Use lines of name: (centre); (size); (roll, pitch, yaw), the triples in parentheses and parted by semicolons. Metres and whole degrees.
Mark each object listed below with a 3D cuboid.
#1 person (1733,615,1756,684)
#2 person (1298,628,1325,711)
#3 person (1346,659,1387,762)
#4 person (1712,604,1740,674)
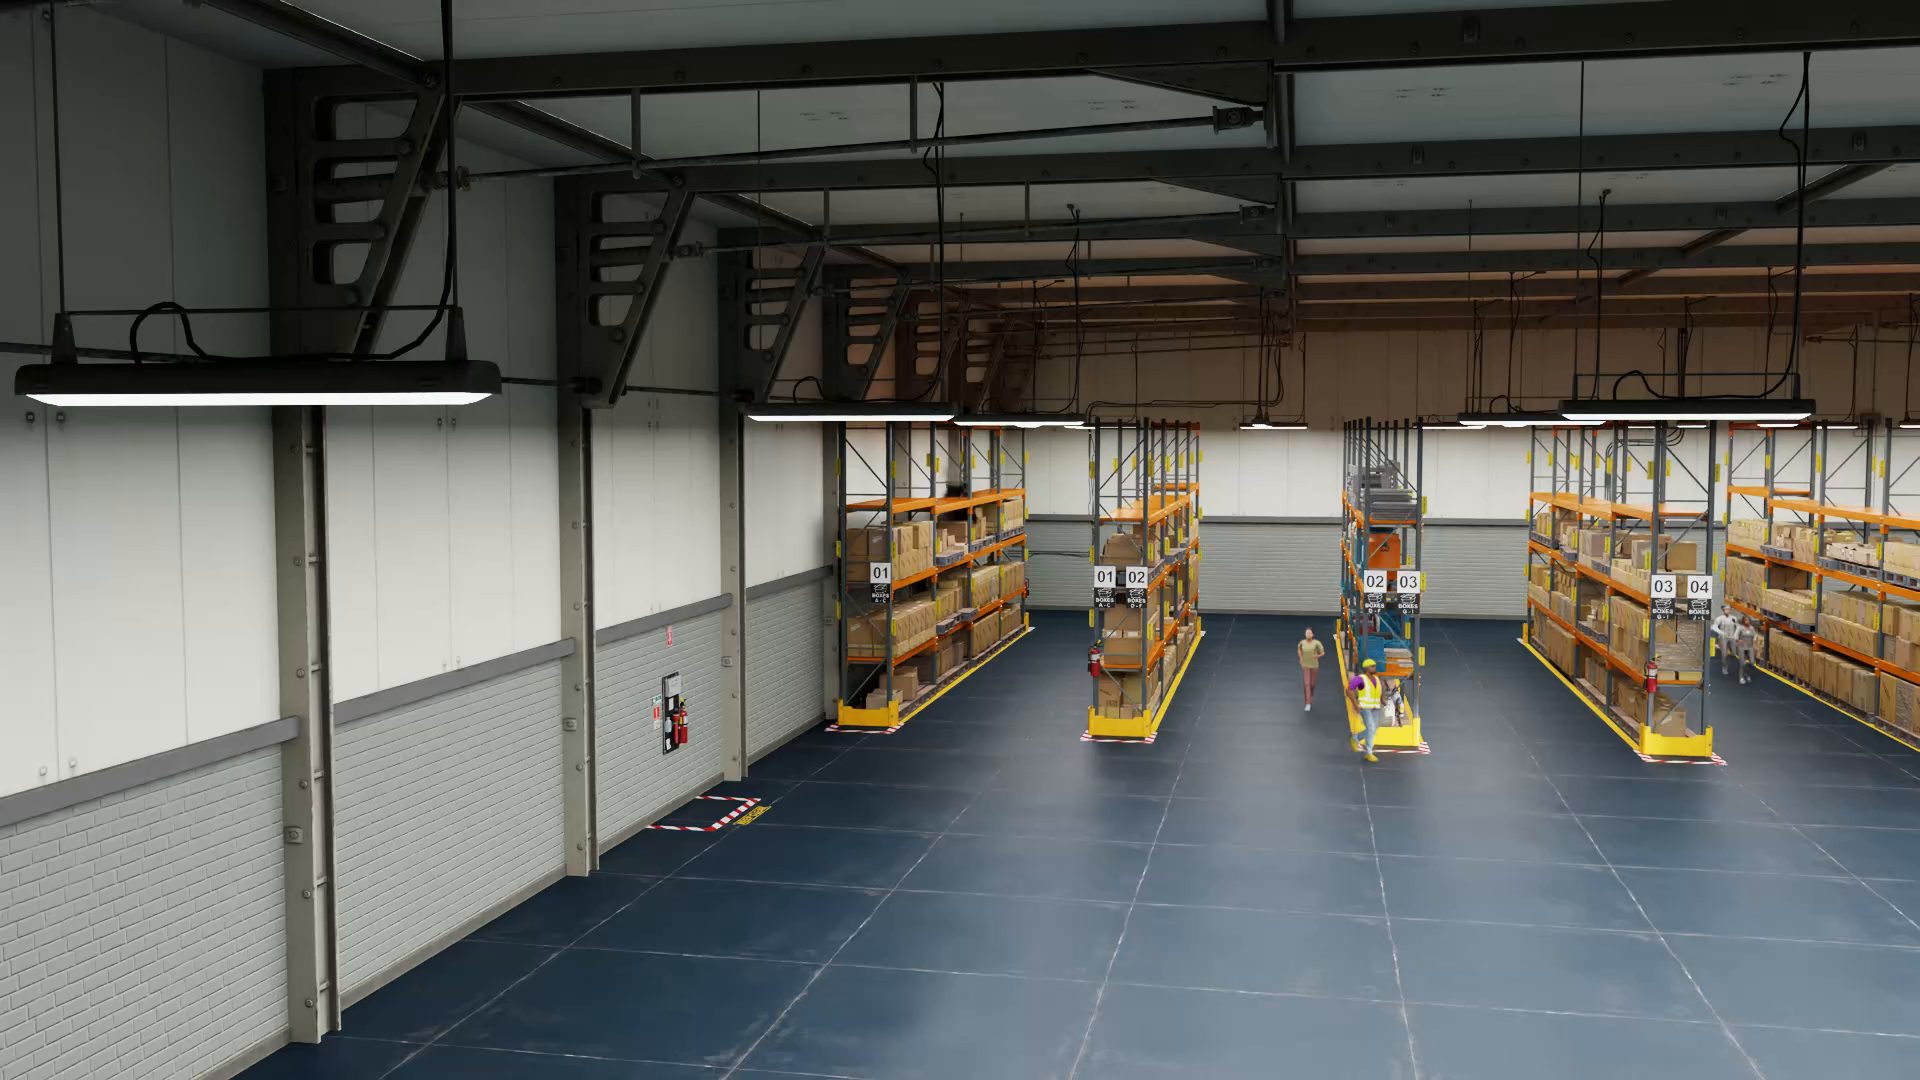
person: (17.789, 2.487, 37.644); (0.541, 1.568, 0.604); (1, 4, 10)
person: (7.272, 2.653, 34.467); (0.564, 1.680, 0.891); (1, 4, 15)
person: (7.184, 2.969, 29.234); (0.745, 1.739, 0.723); (-2, 4, -30)
person: (18.187, 2.343, 39.409); (0.671, 1.664, 0.518); (0, 4, 7)
